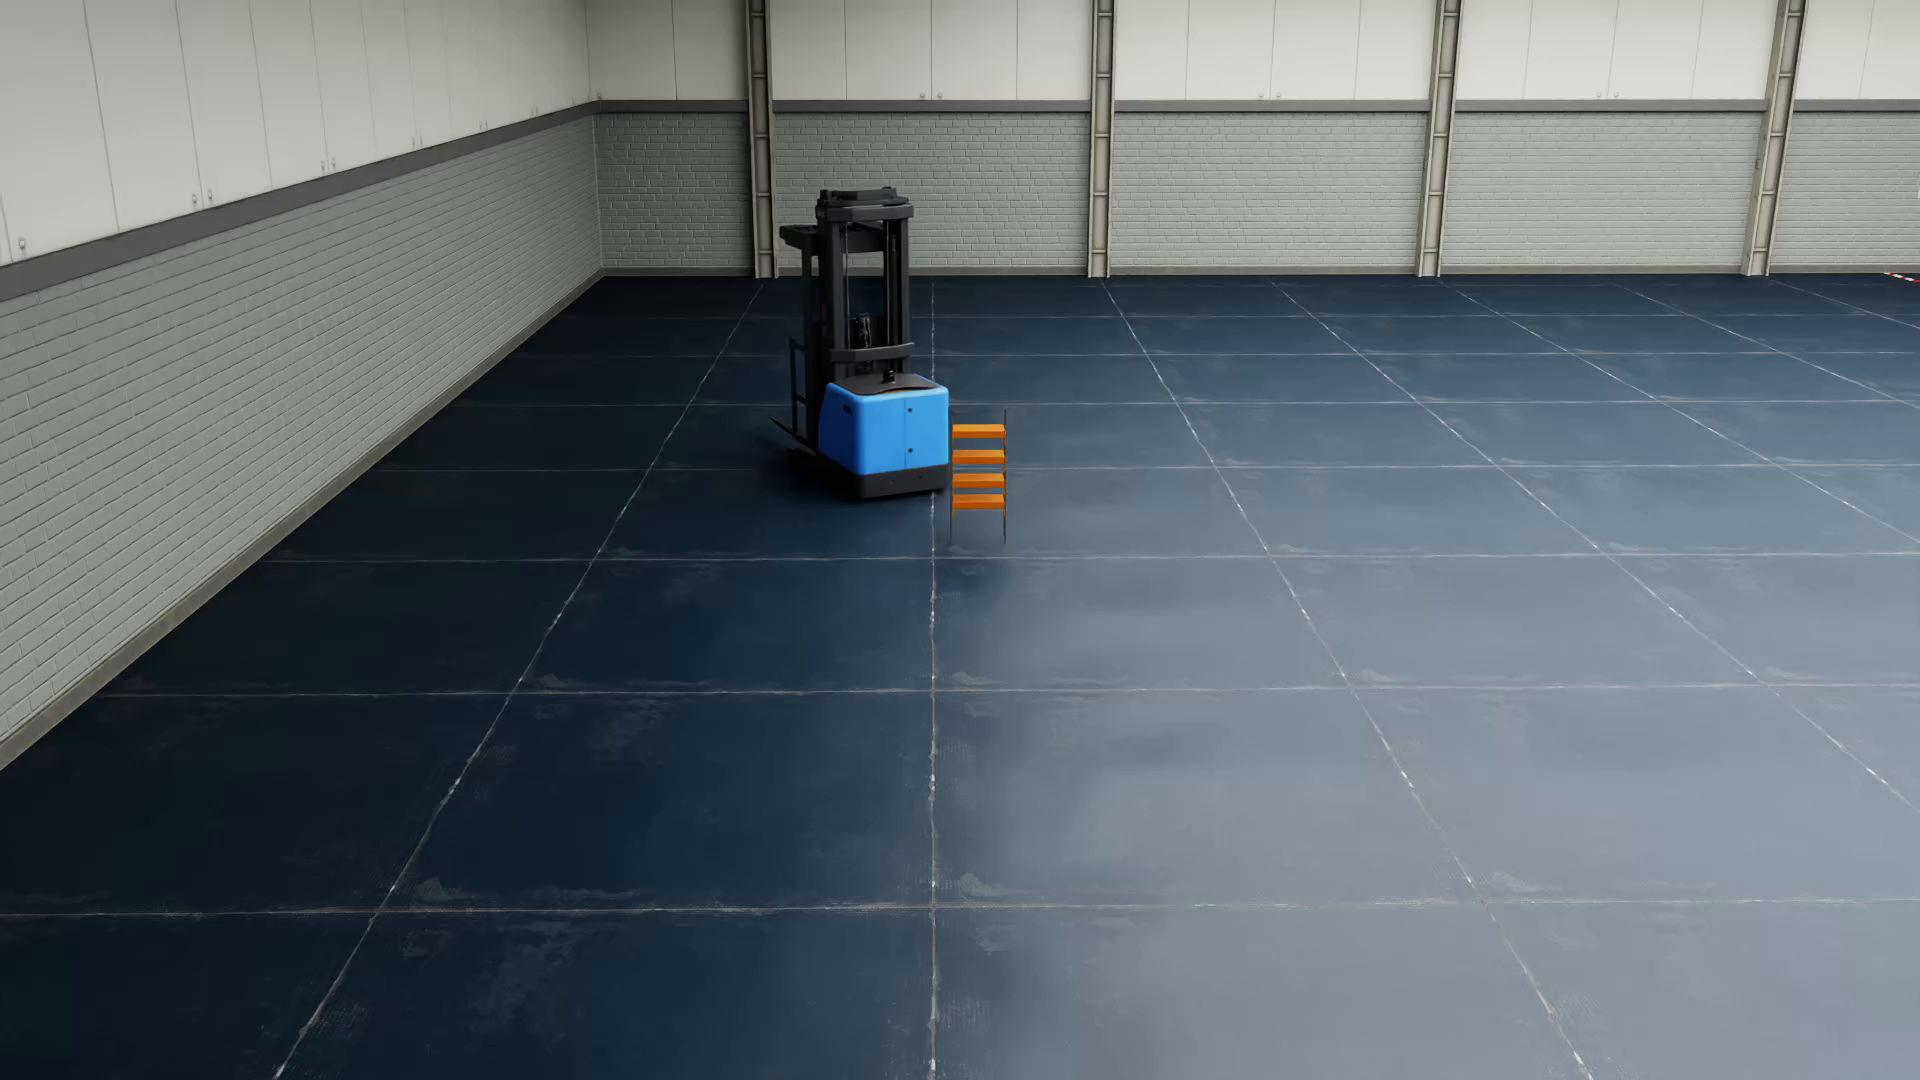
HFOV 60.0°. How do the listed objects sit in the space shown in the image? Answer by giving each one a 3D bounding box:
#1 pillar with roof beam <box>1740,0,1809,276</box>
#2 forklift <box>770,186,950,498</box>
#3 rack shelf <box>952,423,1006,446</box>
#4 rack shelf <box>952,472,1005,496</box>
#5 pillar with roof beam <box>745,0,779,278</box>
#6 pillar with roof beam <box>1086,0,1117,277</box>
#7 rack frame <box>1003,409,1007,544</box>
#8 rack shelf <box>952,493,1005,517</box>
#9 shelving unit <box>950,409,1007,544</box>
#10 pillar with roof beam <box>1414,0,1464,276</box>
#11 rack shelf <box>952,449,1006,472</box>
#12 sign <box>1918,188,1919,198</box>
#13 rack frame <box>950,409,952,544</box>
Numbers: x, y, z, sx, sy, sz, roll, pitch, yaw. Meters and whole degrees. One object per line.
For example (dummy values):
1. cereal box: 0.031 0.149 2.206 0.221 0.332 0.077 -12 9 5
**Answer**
1. pillar with roof beam: 14.573 -7.823 24.906 0.400 9.000 9.100 0 18 -1
2. forklift: -1.193 -2.211 17.343 1.130 2.935 3.031 -8 20 -25
3. rack shelf: 0.165 -0.946 14.949 0.480 0.148 0.258 0 18 -1
4. rack shelf: 0.165 -0.508 15.090 0.480 0.148 0.258 0 18 -1
5. pillar with roof beam: -3.425 -7.737 24.635 0.400 9.000 9.100 0 18 -1
6. pillar with roof beam: 2.574 -7.766 24.726 0.400 9.000 9.100 0 18 -1
7. rack frame: 0.409 -0.573 15.073 0.015 1.200 0.240 0 18 -1
8. rack shelf: 0.165 -0.319 15.150 0.480 0.148 0.258 0 18 -1
9. shelving unit: 0.165 -0.572 15.069 0.503 1.200 0.258 0 18 -1
10. pillar with roof beam: 8.574 -7.794 24.816 0.400 9.000 9.100 0 18 -1
11. rack shelf: 0.165 -0.721 15.021 0.480 0.148 0.258 0 18 -1
12. sign: 17.478 -6.356 30.095 0.234 0.329 0.001 0 18 -1
13. rack frame: -0.078 -0.571 15.066 0.015 1.200 0.240 0 18 -1
